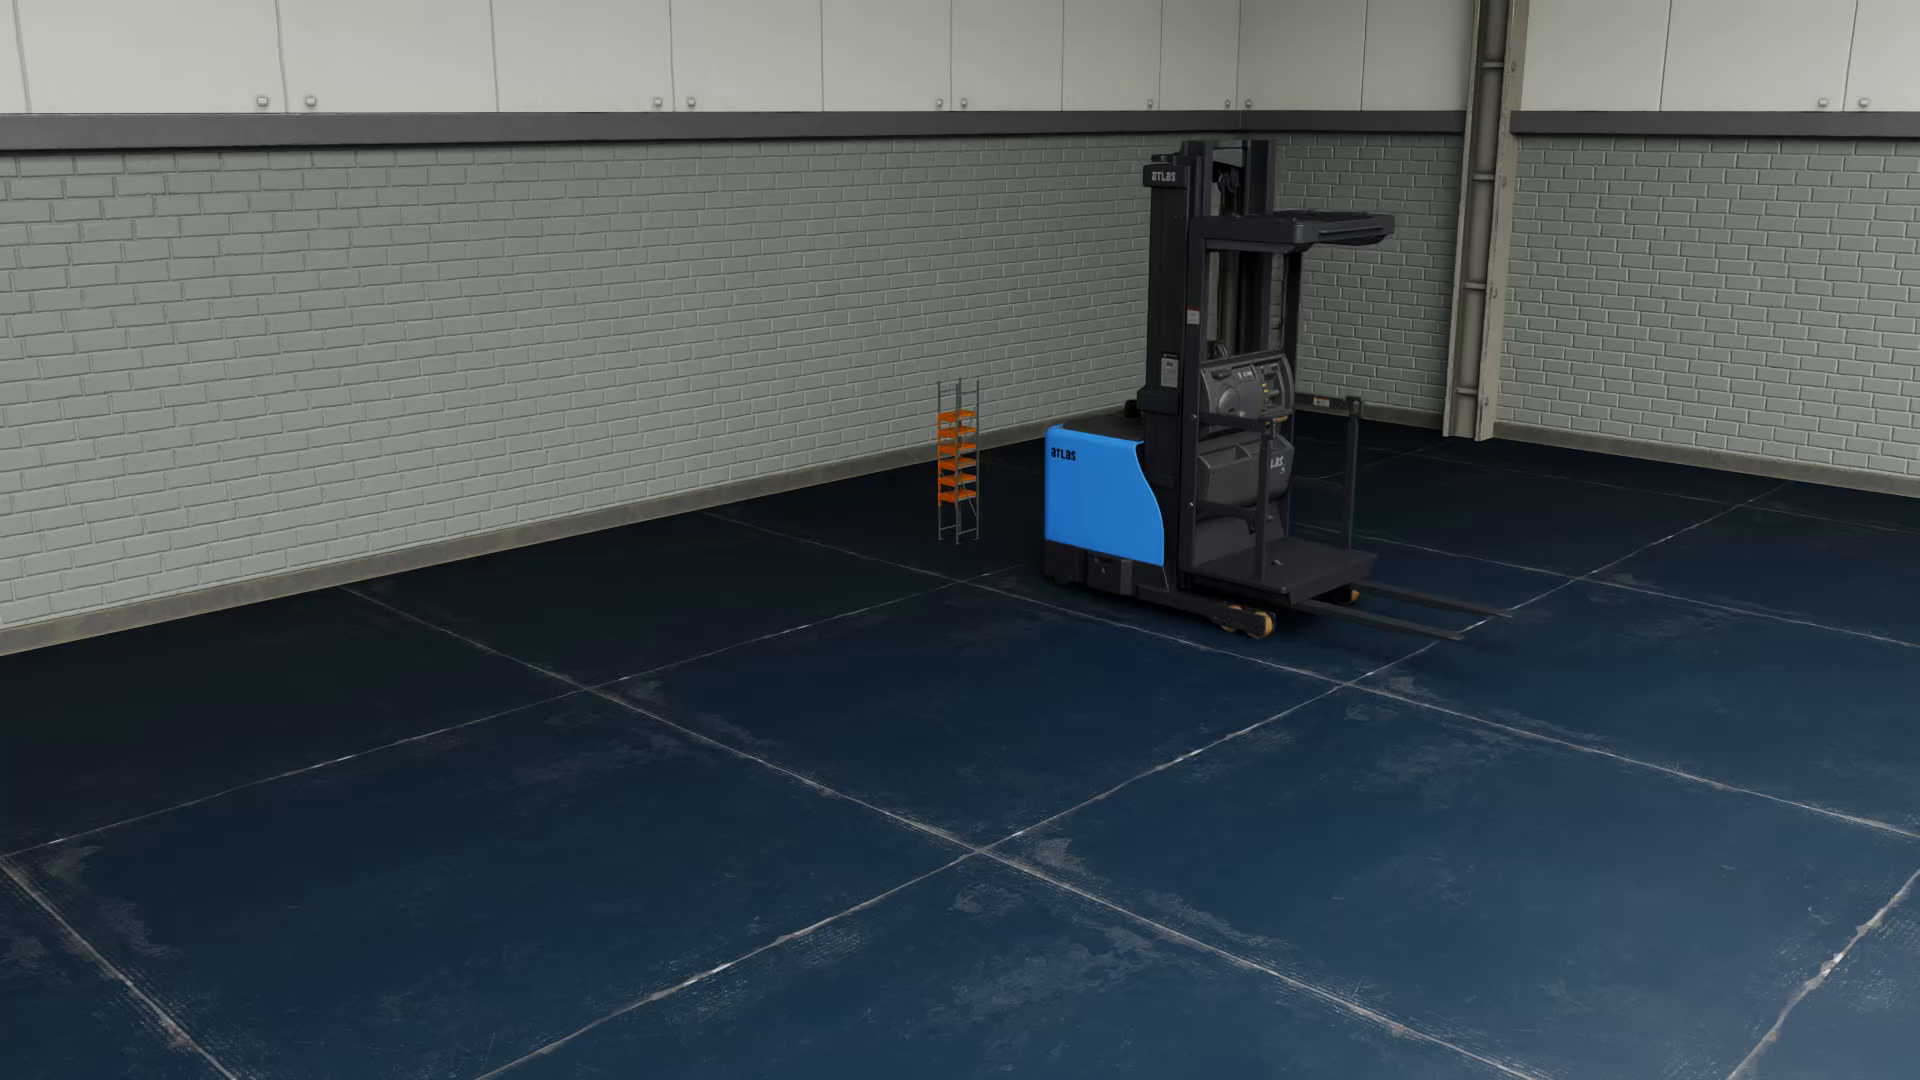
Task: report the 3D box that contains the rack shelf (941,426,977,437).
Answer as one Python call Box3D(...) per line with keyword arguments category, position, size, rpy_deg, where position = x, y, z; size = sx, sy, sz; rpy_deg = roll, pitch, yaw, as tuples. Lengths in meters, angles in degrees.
Box3D(category="rack shelf", position=(-0.010, -0.799, 12.234), size=(0.171, 0.034, 0.221), rpy_deg=(14, 20, 42))

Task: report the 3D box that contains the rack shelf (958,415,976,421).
Box3D(category="rack shelf", position=(-0.010, -0.908, 12.206), size=(0.166, 0.020, 0.199), rpy_deg=(14, 20, 42))

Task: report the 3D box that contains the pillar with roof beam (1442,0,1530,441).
Box3D(category="pillar with roof beam", position=(2.004, -4.593, 12.211), size=(0.400, 9.000, 9.100), rpy_deg=(14, 20, 42))

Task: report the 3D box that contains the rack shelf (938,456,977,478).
Box3D(category="rack shelf", position=(-0.010, -0.540, 12.302), size=(0.180, 0.103, 0.258), rpy_deg=(14, 20, 42))

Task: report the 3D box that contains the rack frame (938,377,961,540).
Box3D(category="rack frame", position=(-0.076, -0.599, 12.352), size=(0.006, 1.200, 0.240), rpy_deg=(14, 20, 42))

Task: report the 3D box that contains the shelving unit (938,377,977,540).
Box3D(category="shelving unit", position=(-0.012, -0.584, 12.292), size=(0.184, 1.200, 0.258), rpy_deg=(14, 20, 42))

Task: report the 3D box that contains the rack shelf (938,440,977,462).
Box3D(category="rack shelf", position=(-0.010, -0.656, 12.271), size=(0.180, 0.103, 0.258), rpy_deg=(14, 20, 42))

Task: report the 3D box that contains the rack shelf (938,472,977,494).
Box3D(category="rack shelf", position=(-0.010, -0.424, 12.332), size=(0.180, 0.103, 0.258), rpy_deg=(14, 20, 42))

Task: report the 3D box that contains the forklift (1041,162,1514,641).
Box3D(category="forklift", position=(1.964, -0.900, 10.337), size=(3.031, 2.797, 1.129), rpy_deg=(14, 20, 42))

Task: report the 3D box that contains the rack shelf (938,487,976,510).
Box3D(category="rack shelf", position=(-0.010, -0.308, 12.362), size=(0.180, 0.103, 0.258), rpy_deg=(14, 20, 42))
